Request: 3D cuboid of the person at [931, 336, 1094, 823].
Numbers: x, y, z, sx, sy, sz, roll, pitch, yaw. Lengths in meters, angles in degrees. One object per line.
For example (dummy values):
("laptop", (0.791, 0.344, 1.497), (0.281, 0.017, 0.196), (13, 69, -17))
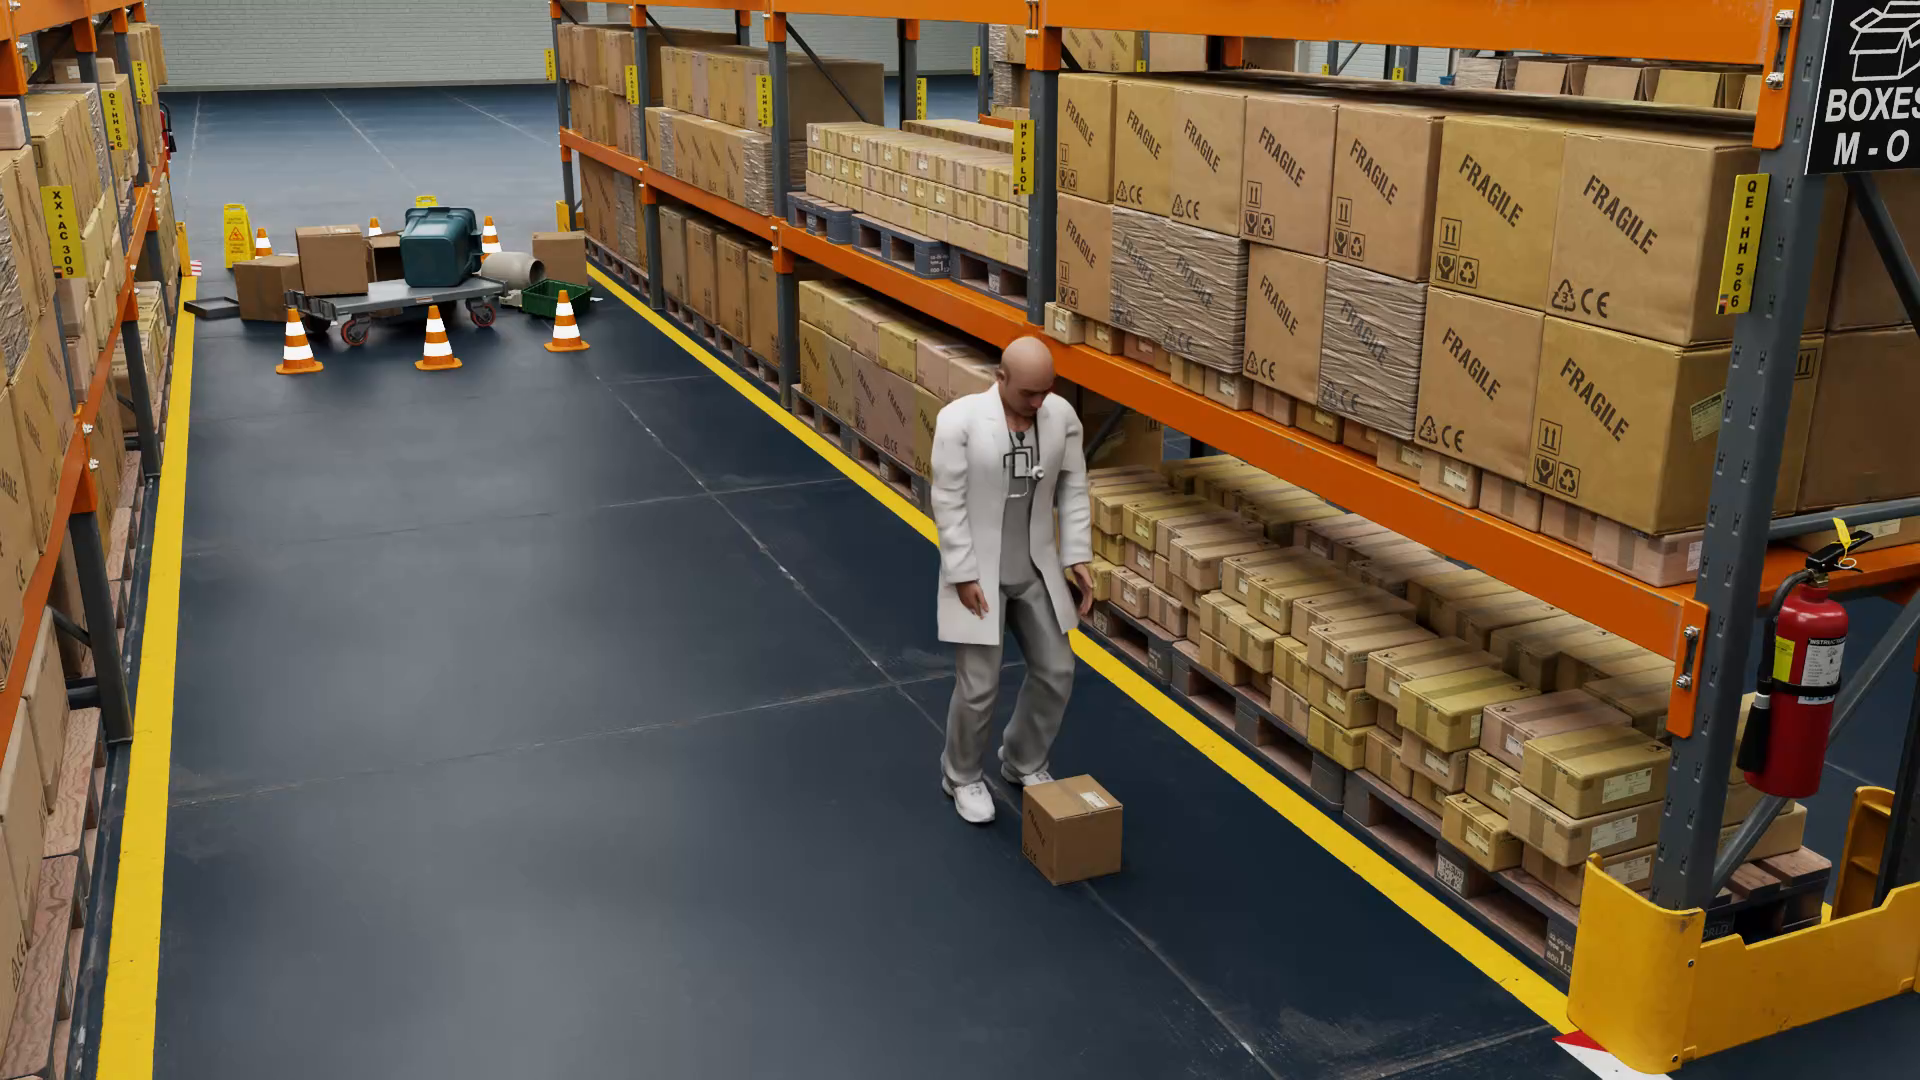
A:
("person", (0.184, 0.124, 5.813), (0.591, 1.727, 0.425), (-8, 20, -22))
